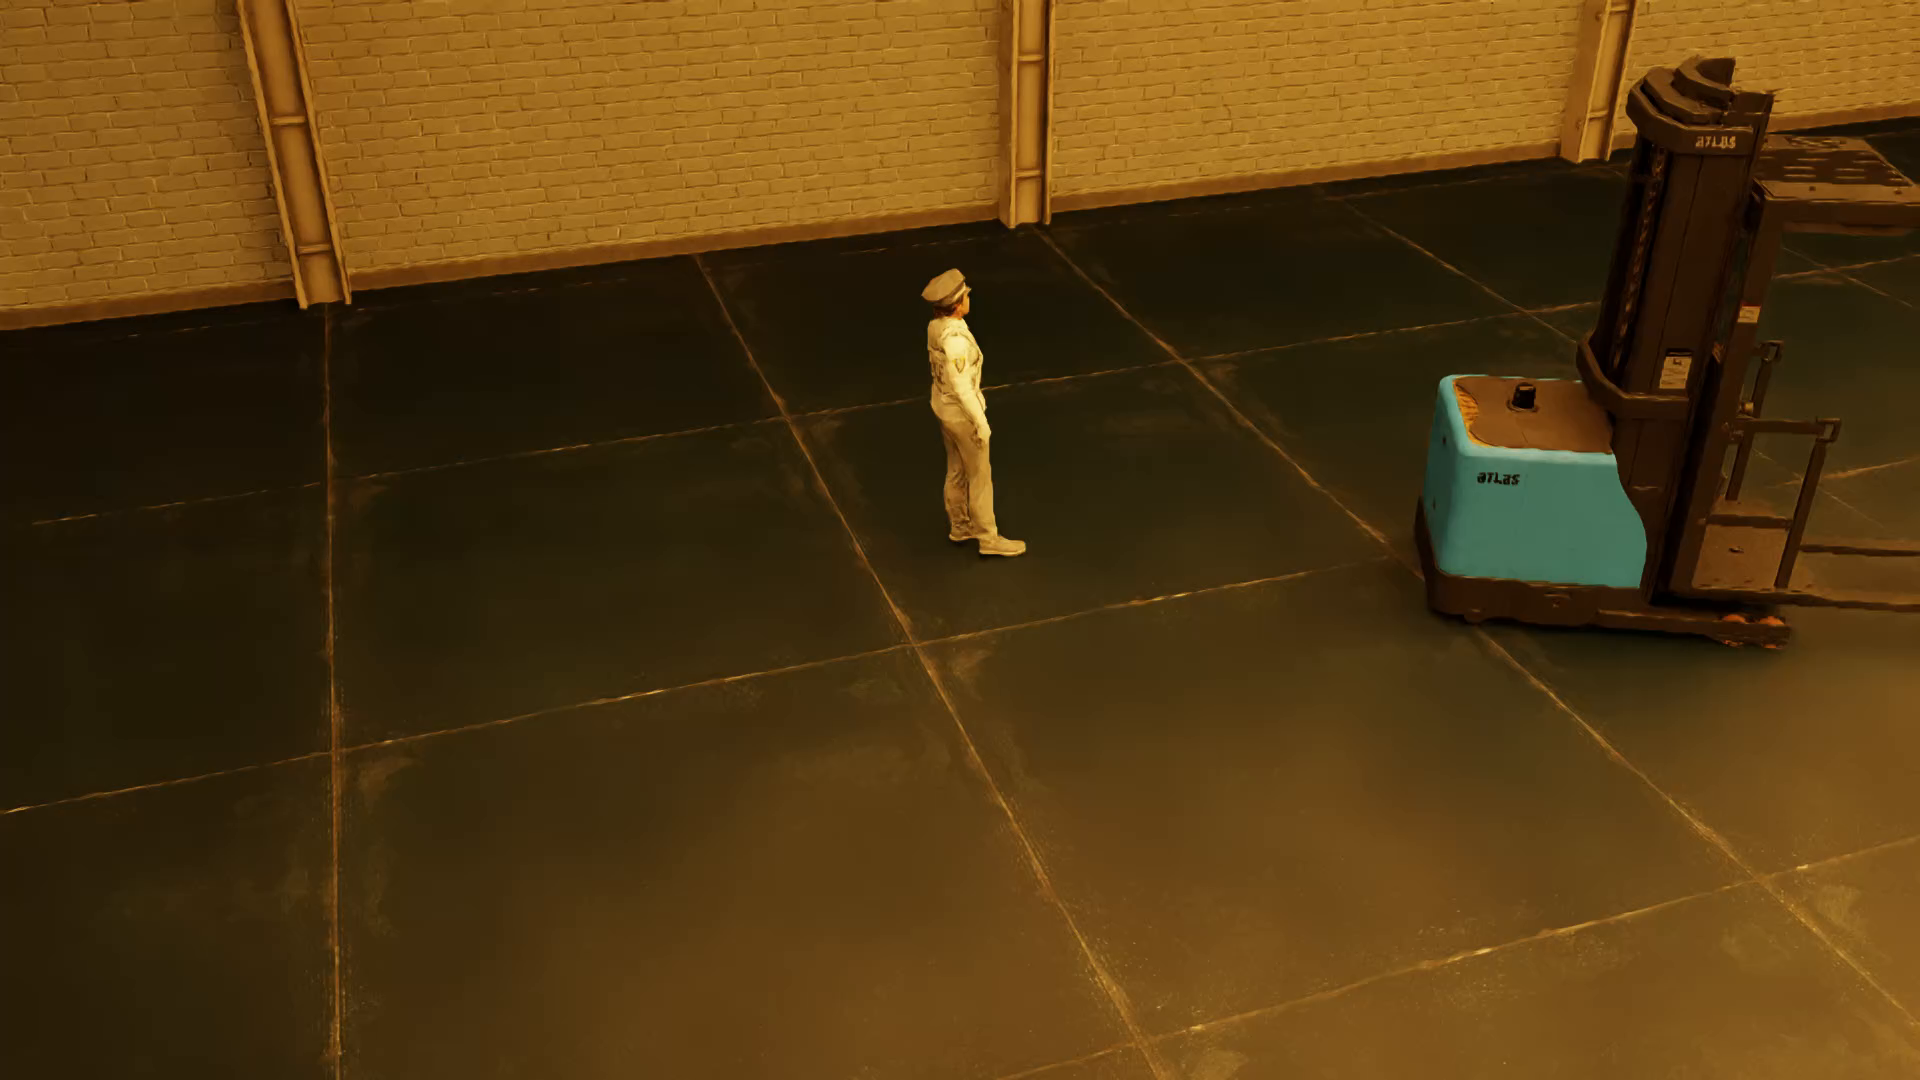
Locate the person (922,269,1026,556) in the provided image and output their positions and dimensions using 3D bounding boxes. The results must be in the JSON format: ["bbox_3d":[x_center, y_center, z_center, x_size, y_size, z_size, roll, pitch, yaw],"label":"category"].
[{"bbox_3d":[0.066,-0.748,9.612,0.532,1.695,0.586,-10,31,-16],"label":"person"}]

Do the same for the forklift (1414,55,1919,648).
[{"bbox_3d":[4.176,-0.967,8.767,3.031,2.935,1.130,4,30,7],"label":"forklift"}]
